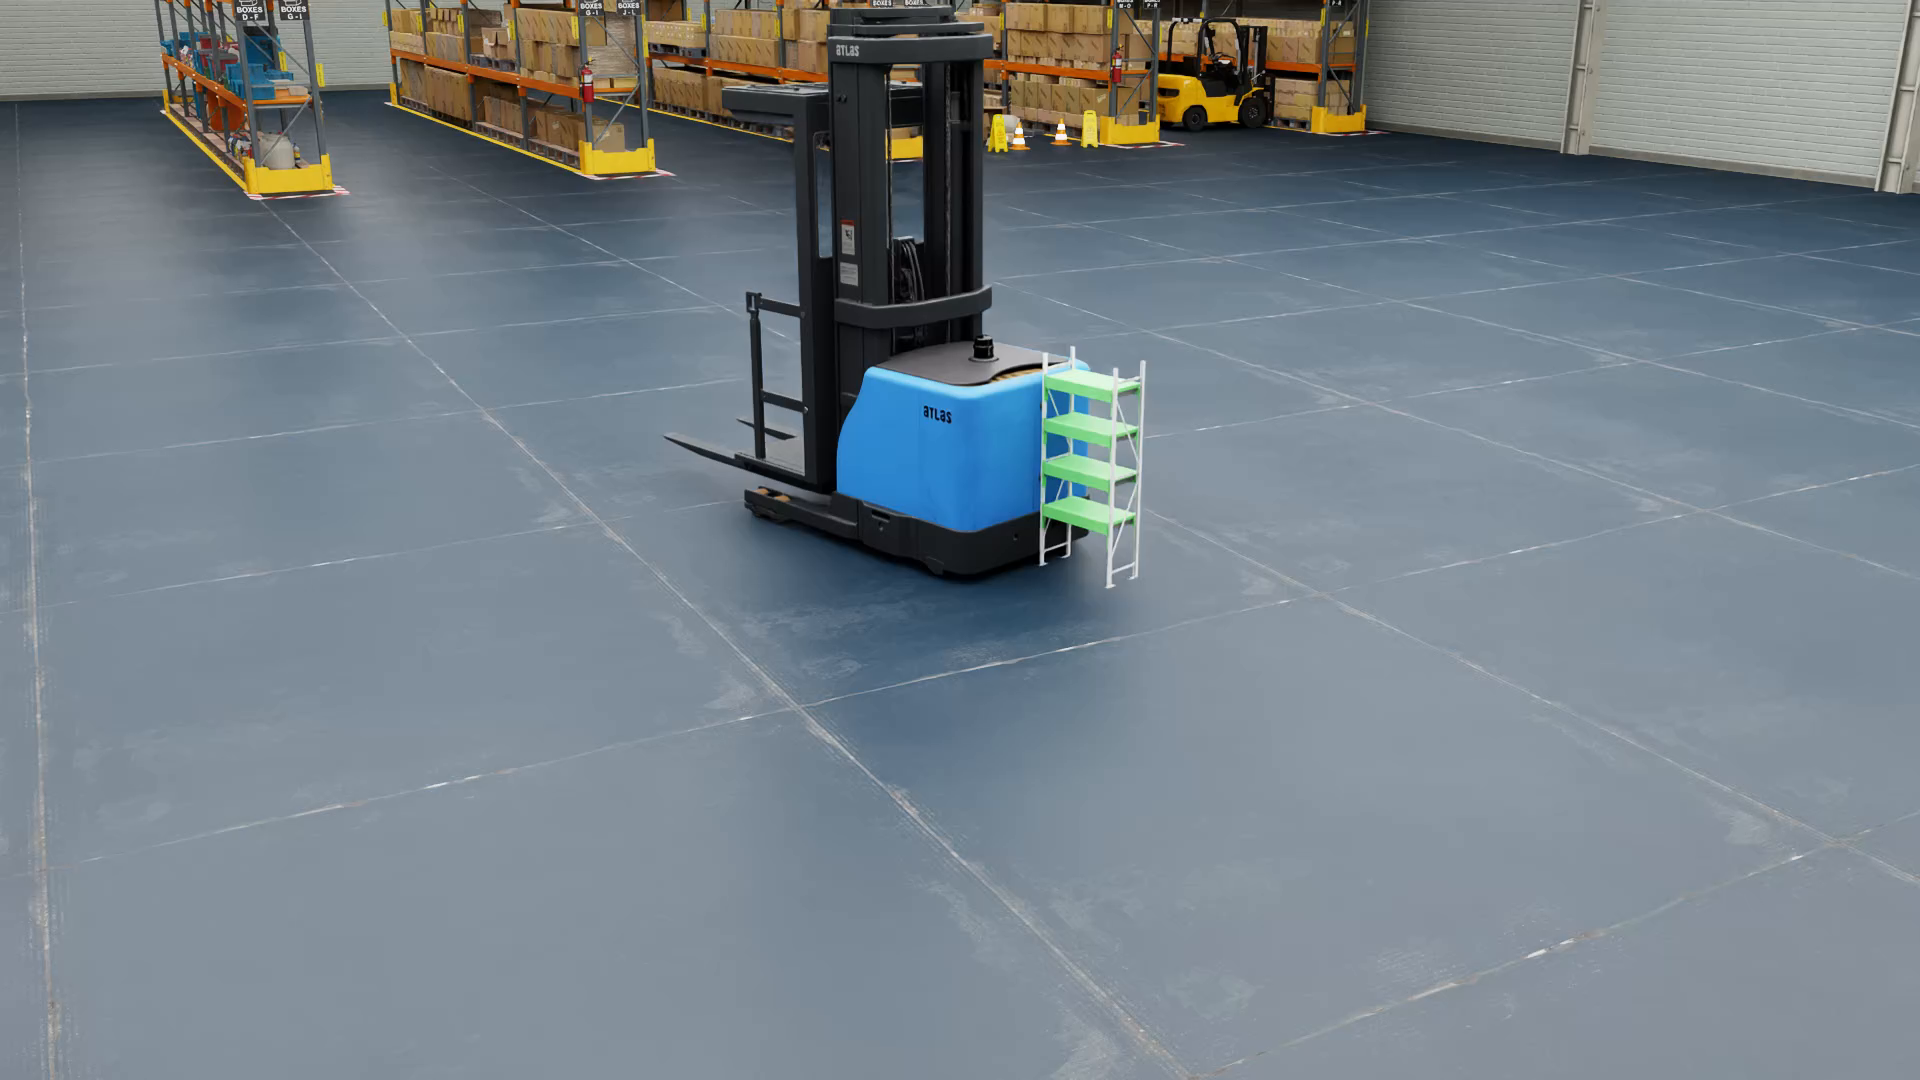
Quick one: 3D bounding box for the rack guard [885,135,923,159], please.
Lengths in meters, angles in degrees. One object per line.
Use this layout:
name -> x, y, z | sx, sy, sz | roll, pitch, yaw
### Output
rack guard -> -1.066, -6.905, 28.877 | 1.175, 0.500, 0.348 | -10, 21, -27

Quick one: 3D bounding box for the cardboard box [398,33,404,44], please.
cardboard box -> -12.609, -11.545, 38.264 | 0.500, 0.250, 0.500 | -11, 22, -28

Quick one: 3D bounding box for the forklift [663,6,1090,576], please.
forklift -> -0.656, -1.589, 9.744 | 1.130, 2.935, 3.031 | -18, 26, -42

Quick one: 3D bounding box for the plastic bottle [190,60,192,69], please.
plastic bottle -> -14.595, -9.082, 31.657 | 0.097, 0.201, 0.097 | 0, 19, 0

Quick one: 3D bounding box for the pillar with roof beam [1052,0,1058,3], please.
pillar with roof beam -> -1.427, -15.613, 41.082 | 9.100, 9.000, 0.400 | -10, 21, -27

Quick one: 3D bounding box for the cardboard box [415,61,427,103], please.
cardboard box -> -11.859, -10.454, 37.942 | 0.875, 0.875, 0.875 | -10, 21, -27

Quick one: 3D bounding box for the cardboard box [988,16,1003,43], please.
cardboard box -> 0.911, -10.521, 34.271 | 0.500, 0.500, 0.500 | -10, 22, -28

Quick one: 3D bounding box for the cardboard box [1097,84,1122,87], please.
cardboard box -> 2.828, -8.573, 32.301 | 0.500, 0.500, 0.500 | -11, 22, -29

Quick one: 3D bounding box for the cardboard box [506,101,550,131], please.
cardboard box -> -8.138, -8.009, 31.401 | 0.700, 0.500, 0.500 | -12, 22, -31

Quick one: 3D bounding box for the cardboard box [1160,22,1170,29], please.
cardboard box -> 4.708, -11.588, 37.466 | 0.380, 0.149, 0.250 | -10, 21, -26

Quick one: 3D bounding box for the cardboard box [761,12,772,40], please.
cardboard box -> -3.463, -10.051, 32.475 | 0.700, 0.500, 0.500 | -10, 22, -28

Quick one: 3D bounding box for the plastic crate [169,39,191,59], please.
plastic crate -> -16.069, -10.134, 34.335 | 0.392, 0.384, 0.575 | -10, 21, -27

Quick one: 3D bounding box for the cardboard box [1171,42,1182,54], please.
cardboard box -> 4.985, -10.985, 37.096 | 0.500, 0.250, 0.500 | -10, 21, -27

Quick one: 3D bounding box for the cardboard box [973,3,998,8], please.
cardboard box -> 0.691, -14.074, 44.445 | 0.500, 0.500, 0.500 | -9, 21, -25

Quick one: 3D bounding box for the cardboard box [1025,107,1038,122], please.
cardboard box -> 1.638, -8.574, 33.452 | 0.500, 0.250, 0.500 | -9, 21, -24

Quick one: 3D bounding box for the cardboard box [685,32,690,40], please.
cardboard box -> -5.639, -10.758, 35.496 | 0.380, 0.149, 0.250 | -9, 21, -25

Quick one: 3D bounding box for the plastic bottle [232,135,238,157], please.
plastic bottle -> -11.641, -6.341, 26.797 | 0.144, 0.351, 0.185 | -11, 22, -29

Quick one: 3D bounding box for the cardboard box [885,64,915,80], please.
cardboard box -> -1.293, -8.264, 28.753 | 0.875, 0.550, 0.550 | -10, 21, -27

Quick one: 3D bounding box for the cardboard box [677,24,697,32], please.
cardboard box -> -5.884, -11.045, 35.870 | 0.380, 0.149, 0.250 | -9, 21, -25

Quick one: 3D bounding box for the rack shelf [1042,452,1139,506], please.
rack shelf -> 0.703, -0.332, 8.951 | 0.258, 0.148, 0.480 | -18, 26, -42

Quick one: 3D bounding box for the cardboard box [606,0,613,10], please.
cardboard box -> -8.223, -12.881, 40.220 | 0.500, 0.500, 0.500 | -11, 22, -28

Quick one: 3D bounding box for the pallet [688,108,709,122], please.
pallet -> -5.246, -9.297, 36.250 | 1.003, 0.211, 1.213 | -10, 21, -27

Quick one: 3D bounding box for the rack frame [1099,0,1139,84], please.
rack frame -> 3.799, -11.956, 39.682 | 1.000, 3.000, 0.127 | -10, 21, -27

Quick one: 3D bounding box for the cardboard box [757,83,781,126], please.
cardboard box -> -3.350, -8.542, 32.591 | 1.050, 0.750, 0.750 | -10, 21, -27

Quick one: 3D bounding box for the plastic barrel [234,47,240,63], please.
plastic barrel -> -12.358, -8.319, 28.934 | 0.433, 0.535, 0.433 | 0, 19, 0

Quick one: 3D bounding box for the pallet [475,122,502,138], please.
pallet -> -8.919, -8.108, 32.806 | 1.003, 0.211, 1.213 | -10, 21, -27

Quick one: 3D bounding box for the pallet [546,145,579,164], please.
pallet -> -6.456, -6.647, 28.570 | 1.003, 0.211, 1.213 | -10, 21, -27

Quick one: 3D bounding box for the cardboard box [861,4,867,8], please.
cardboard box -> -2.009, -12.397, 39.275 | 0.500, 0.500, 0.500 | -11, 22, -28

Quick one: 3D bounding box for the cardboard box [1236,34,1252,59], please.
cardboard box -> 6.183, -10.395, 35.005 | 0.500, 0.500, 0.500 | -10, 22, -27

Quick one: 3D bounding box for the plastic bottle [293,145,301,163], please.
plastic bottle -> -10.436, -6.074, 26.145 | 0.097, 0.271, 0.097 | 0, 19, 0

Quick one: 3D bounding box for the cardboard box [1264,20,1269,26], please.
cardboard box -> 6.509, -10.664, 34.333 | 0.380, 0.149, 0.250 | -10, 21, -26

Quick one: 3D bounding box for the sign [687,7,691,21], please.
sign -> -6.289, -12.173, 38.536 | 0.100, 0.325, 0.005 | -10, 21, -27

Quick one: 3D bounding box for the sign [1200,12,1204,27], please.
sign -> 5.226, -11.231, 35.927 | 0.100, 0.325, 0.005 | -10, 21, -27

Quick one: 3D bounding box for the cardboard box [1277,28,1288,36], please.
cardboard box -> 6.694, -10.365, 33.922 | 0.380, 0.149, 0.250 | -11, 22, -28

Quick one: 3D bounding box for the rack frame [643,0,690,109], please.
rack frame -> -6.775, -11.539, 38.472 | 1.000, 3.000, 0.127 | -10, 21, -27

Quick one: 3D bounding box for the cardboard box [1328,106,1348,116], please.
cardboard box -> 7.537, -8.730, 33.903 | 0.500, 0.250, 0.500 | -10, 21, -26

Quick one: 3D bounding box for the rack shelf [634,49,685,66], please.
rack shelf -> -7.725, -11.773, 40.253 | 1.077, 0.370, 4.000 | -10, 21, -27

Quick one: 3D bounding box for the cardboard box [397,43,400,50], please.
cardboard box -> -12.840, -11.454, 38.613 | 0.380, 0.149, 0.250 | -10, 22, -27

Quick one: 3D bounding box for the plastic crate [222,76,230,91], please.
plastic crate -> -11.352, -7.202, 26.230 | 0.450, 0.188, 0.662 | -10, 21, -27

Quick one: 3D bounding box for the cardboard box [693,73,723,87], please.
cardboard box -> -5.431, -9.918, 35.813 | 0.500, 0.250, 0.500 | -11, 22, -28

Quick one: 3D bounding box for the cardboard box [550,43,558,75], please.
cardboard box -> -6.270, -7.980, 27.549 | 0.875, 0.500, 0.500 | -10, 21, -27

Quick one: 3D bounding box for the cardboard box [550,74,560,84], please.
cardboard box -> -6.612, -7.700, 27.733 | 0.380, 0.149, 0.250 | -10, 21, -27

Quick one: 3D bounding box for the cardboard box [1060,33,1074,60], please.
cardboard box -> 2.263, -9.479, 31.895 | 0.500, 0.500, 0.500 | -10, 21, -27

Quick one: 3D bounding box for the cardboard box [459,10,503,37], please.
cardboard box -> -9.622, -10.385, 33.438 | 0.797, 0.503, 0.637 | -9, 21, -25

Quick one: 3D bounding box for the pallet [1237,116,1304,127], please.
pallet -> 6.623, -8.904, 35.112 | 1.003, 0.211, 1.213 | -10, 21, -27

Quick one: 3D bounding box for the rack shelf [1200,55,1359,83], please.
rack shelf -> 6.648, -9.894, 34.808 | 1.077, 0.370, 4.000 | -10, 21, -27

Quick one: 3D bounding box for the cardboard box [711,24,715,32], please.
cardboard box -> -5.167, -11.062, 35.920 | 0.380, 0.149, 0.250 | -10, 21, -27

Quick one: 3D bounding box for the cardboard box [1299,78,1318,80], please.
cardboard box -> 7.296, -9.341, 34.142 | 0.500, 0.250, 0.500 | -10, 21, -27

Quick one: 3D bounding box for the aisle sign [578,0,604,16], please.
aisle sign -> -5.725, -8.519, 25.737 | 0.394, 0.787, 0.004 | -10, 21, -27

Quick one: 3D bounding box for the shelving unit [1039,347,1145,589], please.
shelving unit -> 0.703, -0.393, 8.930 | 0.258, 1.200, 0.503 | -18, 26, -42

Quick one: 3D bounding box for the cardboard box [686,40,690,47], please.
cardboard box -> -5.631, -10.612, 35.528 | 0.380, 0.149, 0.250 | -10, 21, -27

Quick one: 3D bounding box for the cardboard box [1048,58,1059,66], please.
cardboard box -> 1.943, -9.342, 32.492 | 0.380, 0.149, 0.250 | -10, 21, -27
